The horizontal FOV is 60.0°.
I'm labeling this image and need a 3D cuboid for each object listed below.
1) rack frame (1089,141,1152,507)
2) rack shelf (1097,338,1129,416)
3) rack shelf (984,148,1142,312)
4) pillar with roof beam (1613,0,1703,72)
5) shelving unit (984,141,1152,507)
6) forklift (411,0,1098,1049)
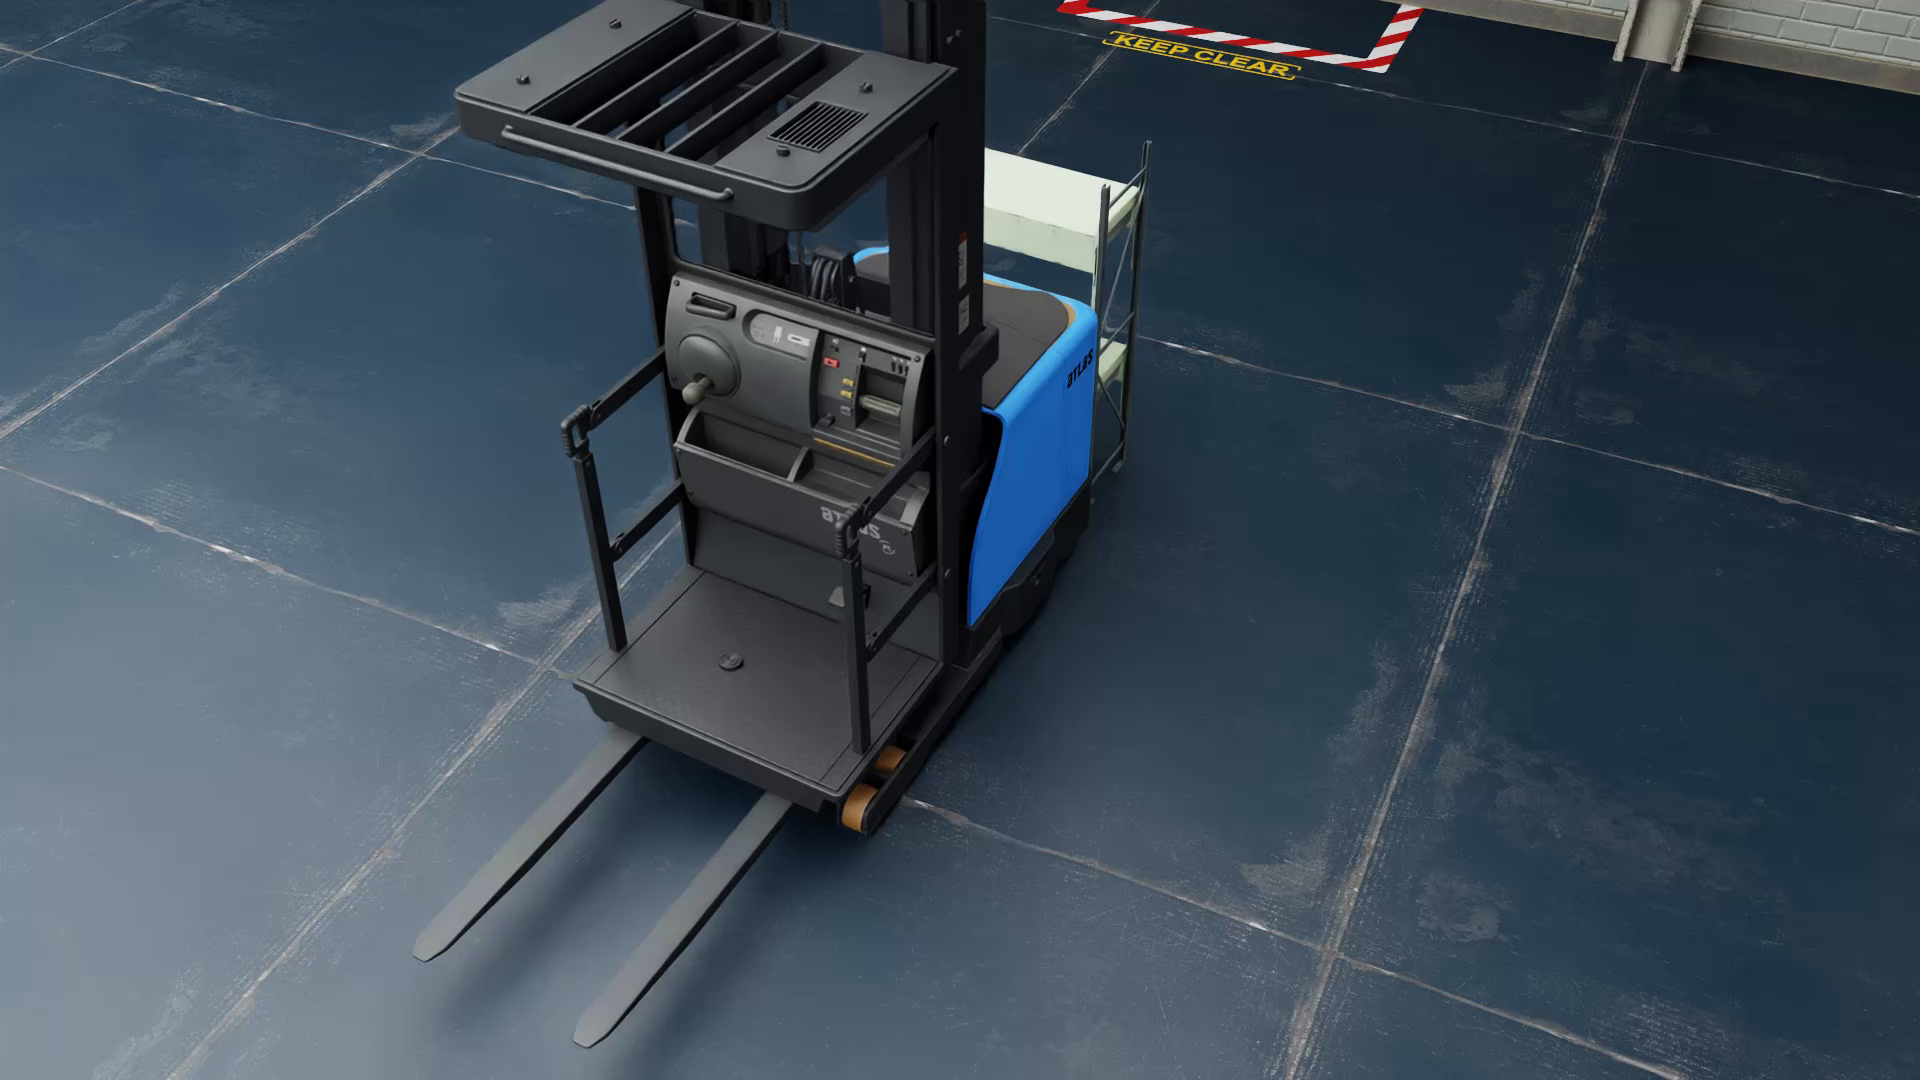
[{"bbox_3d":[0.607,-0.796,6.523,0.023,1.500,0.400,20,45,21],"label":"rack frame"},{"bbox_3d":[0.285,-0.665,6.869,0.720,0.370,0.431,20,45,21],"label":"rack shelf"},{"bbox_3d":[0.286,-1.207,6.401,0.720,0.370,0.431,20,45,21],"label":"rack shelf"},{"bbox_3d":[2.397,-3.805,4.269,0.400,9.000,9.100,17,44,19],"label":"pillar with roof beam"},{"bbox_3d":[0.285,-0.912,6.656,0.755,1.500,0.431,20,45,21],"label":"shelving unit"},{"bbox_3d":[-0.626,-0.464,5.047,1.130,2.935,3.031,20,45,21],"label":"forklift"}]
